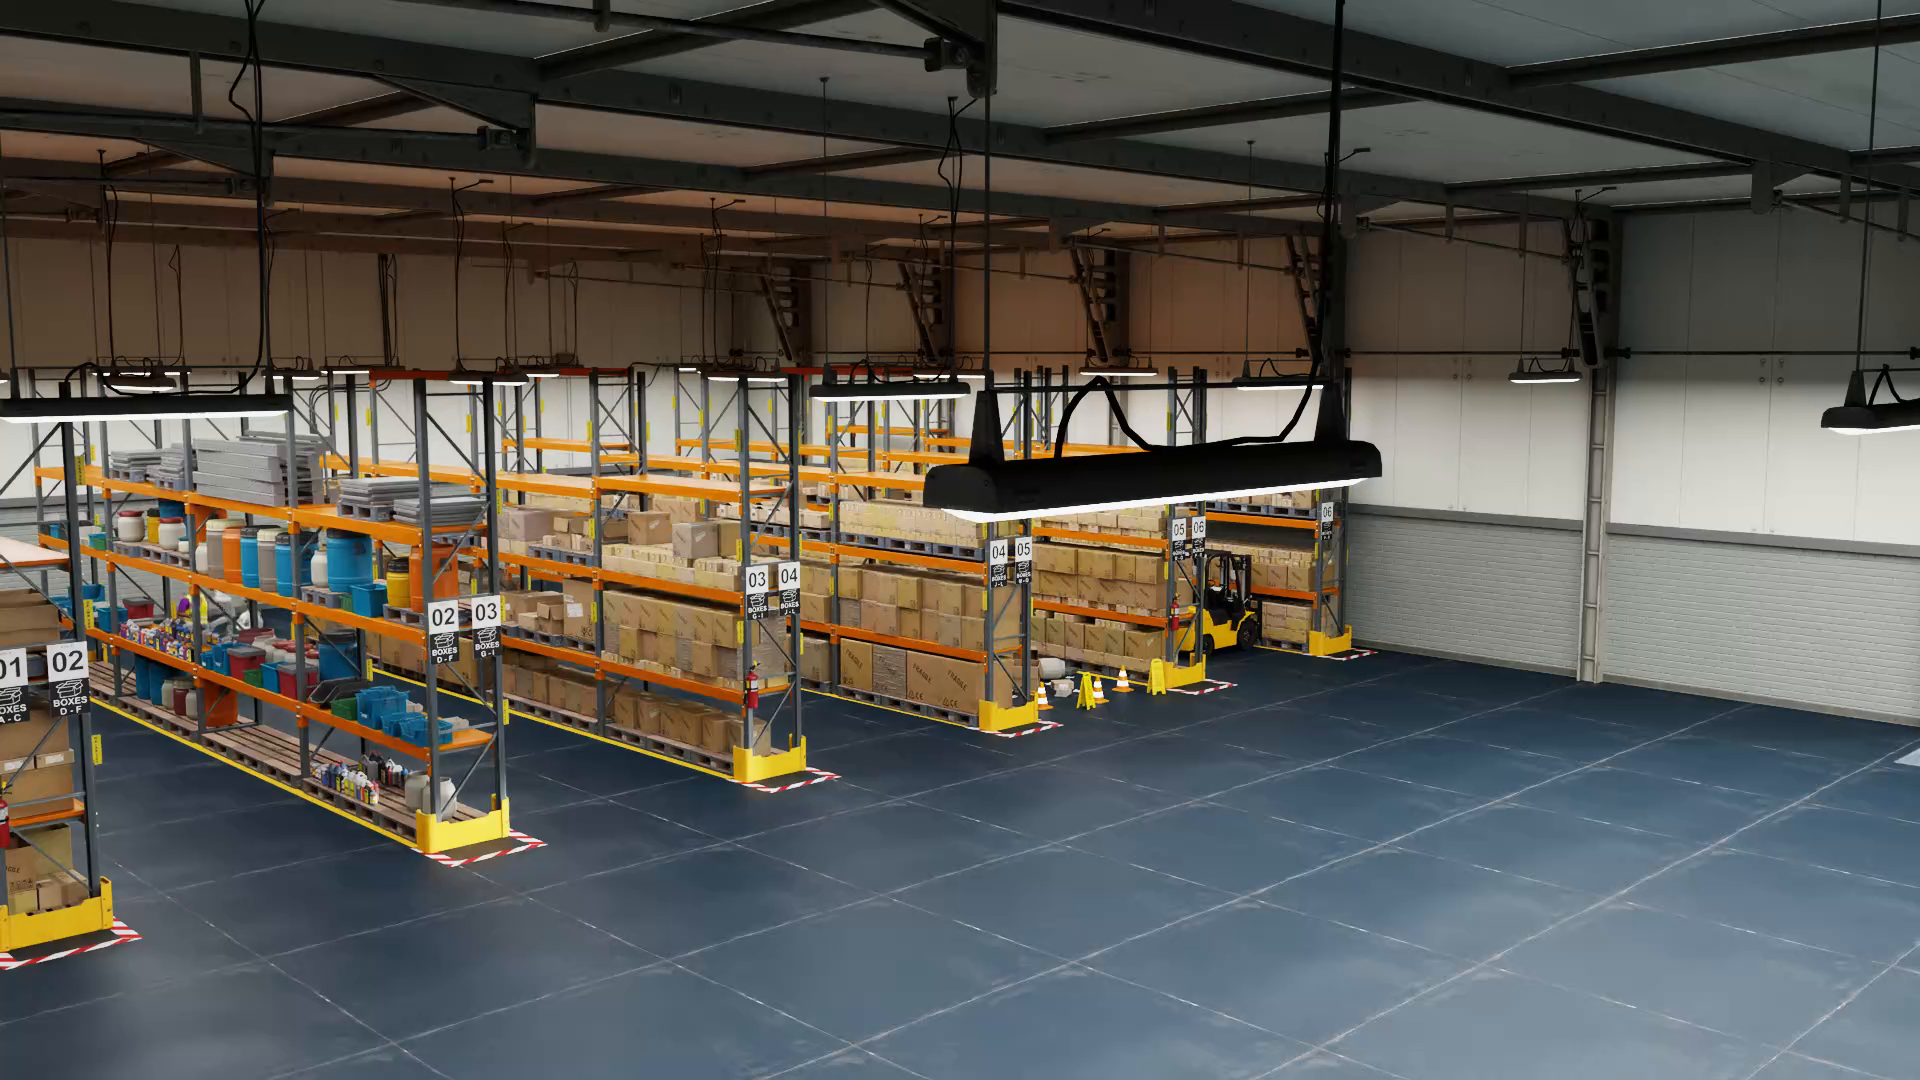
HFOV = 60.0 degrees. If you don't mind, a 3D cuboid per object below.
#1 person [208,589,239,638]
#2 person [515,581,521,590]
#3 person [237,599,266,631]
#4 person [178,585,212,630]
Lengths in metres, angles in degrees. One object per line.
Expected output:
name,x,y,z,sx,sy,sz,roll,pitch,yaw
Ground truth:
person,-16.283,1.333,36.694,0.718,1.737,0.702,-4,8,-33
person,-8.921,1.695,33.607,0.687,1.760,0.996,-6,9,-41
person,-13.508,1.921,31.681,0.862,1.715,0.593,4,8,33
person,-15.200,1.698,33.103,0.894,1.766,0.704,5,8,39
